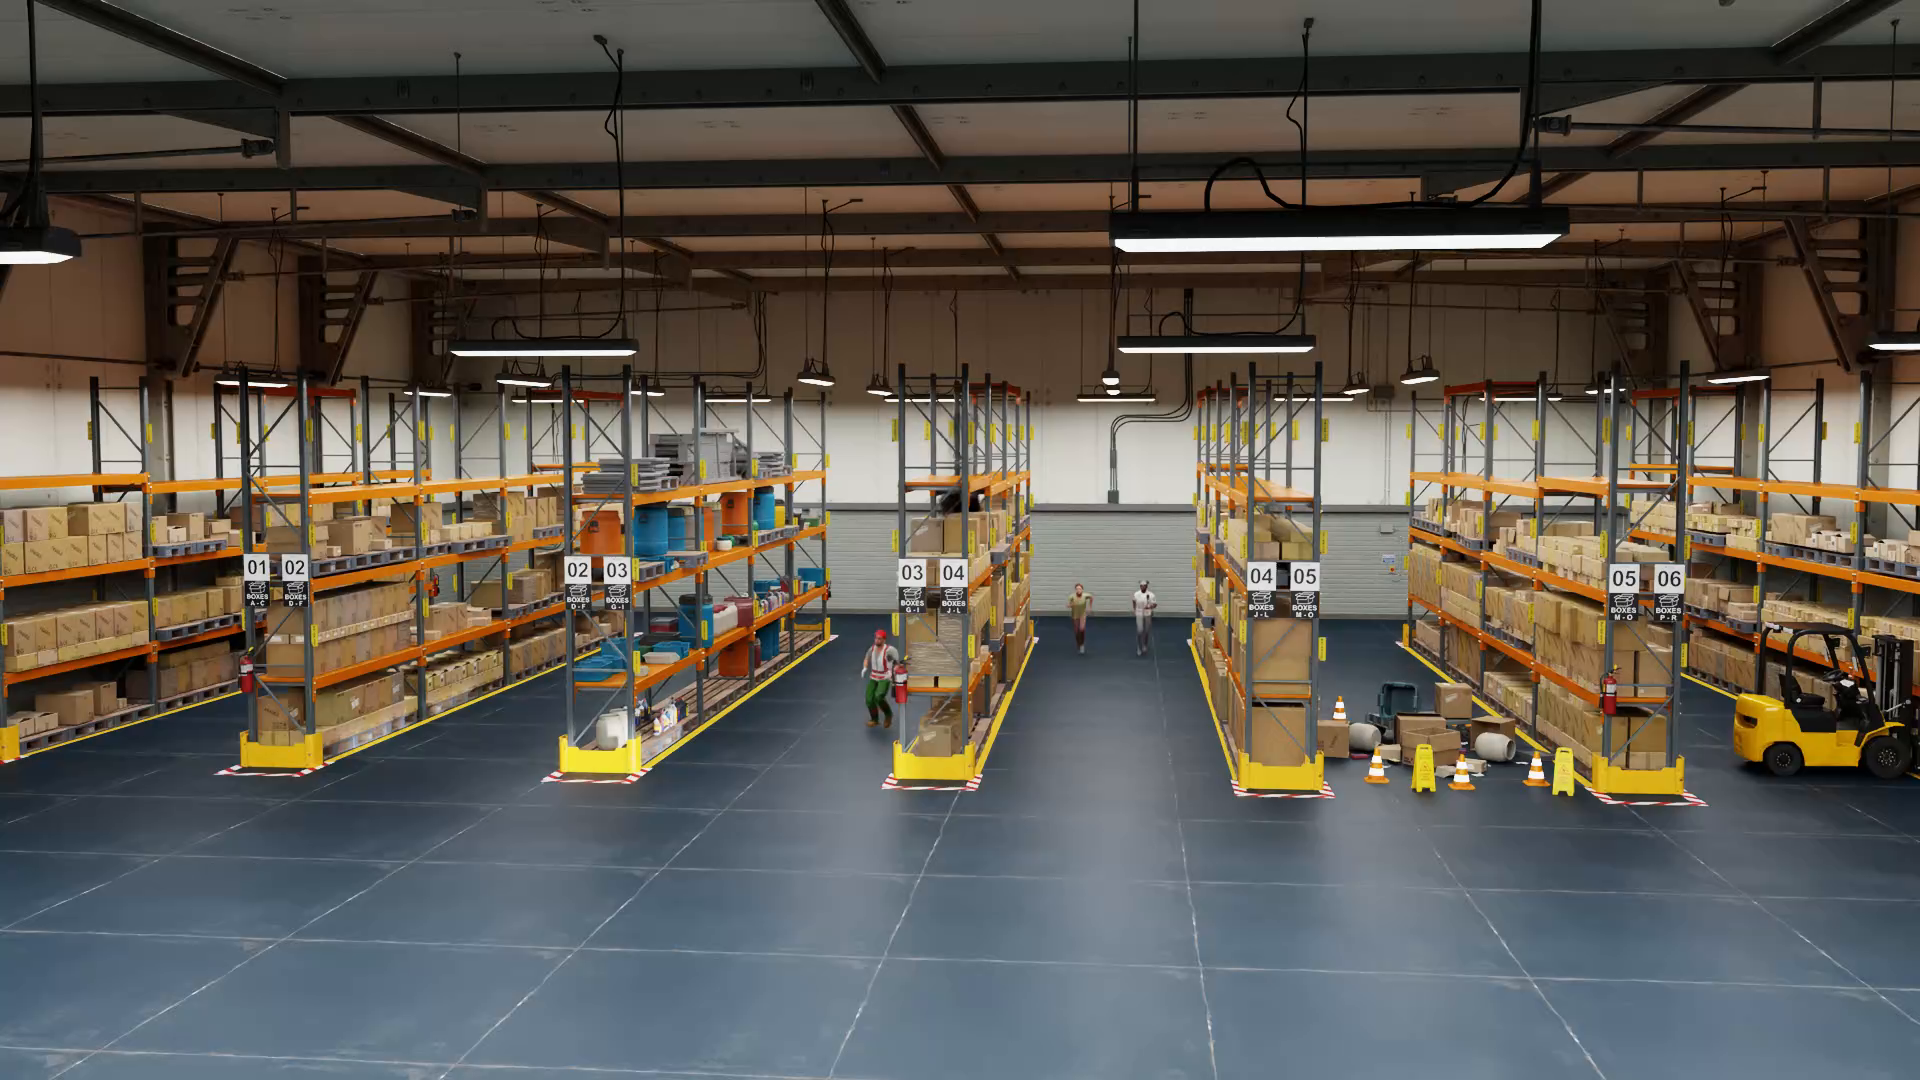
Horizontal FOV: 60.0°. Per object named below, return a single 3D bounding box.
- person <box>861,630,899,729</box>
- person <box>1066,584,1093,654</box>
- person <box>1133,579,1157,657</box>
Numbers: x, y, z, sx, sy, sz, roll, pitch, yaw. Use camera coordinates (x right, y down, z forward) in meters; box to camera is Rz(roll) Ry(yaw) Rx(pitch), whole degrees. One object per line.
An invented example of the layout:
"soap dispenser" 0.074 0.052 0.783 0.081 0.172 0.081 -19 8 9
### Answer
"person" -1.328 2.351 28.067 0.758 1.692 0.647 2 4 27
"person" 2.701 1.763 37.547 0.564 1.587 0.840 1 4 11
"person" 4.173 1.752 37.583 0.553 1.758 0.745 0 4 7
